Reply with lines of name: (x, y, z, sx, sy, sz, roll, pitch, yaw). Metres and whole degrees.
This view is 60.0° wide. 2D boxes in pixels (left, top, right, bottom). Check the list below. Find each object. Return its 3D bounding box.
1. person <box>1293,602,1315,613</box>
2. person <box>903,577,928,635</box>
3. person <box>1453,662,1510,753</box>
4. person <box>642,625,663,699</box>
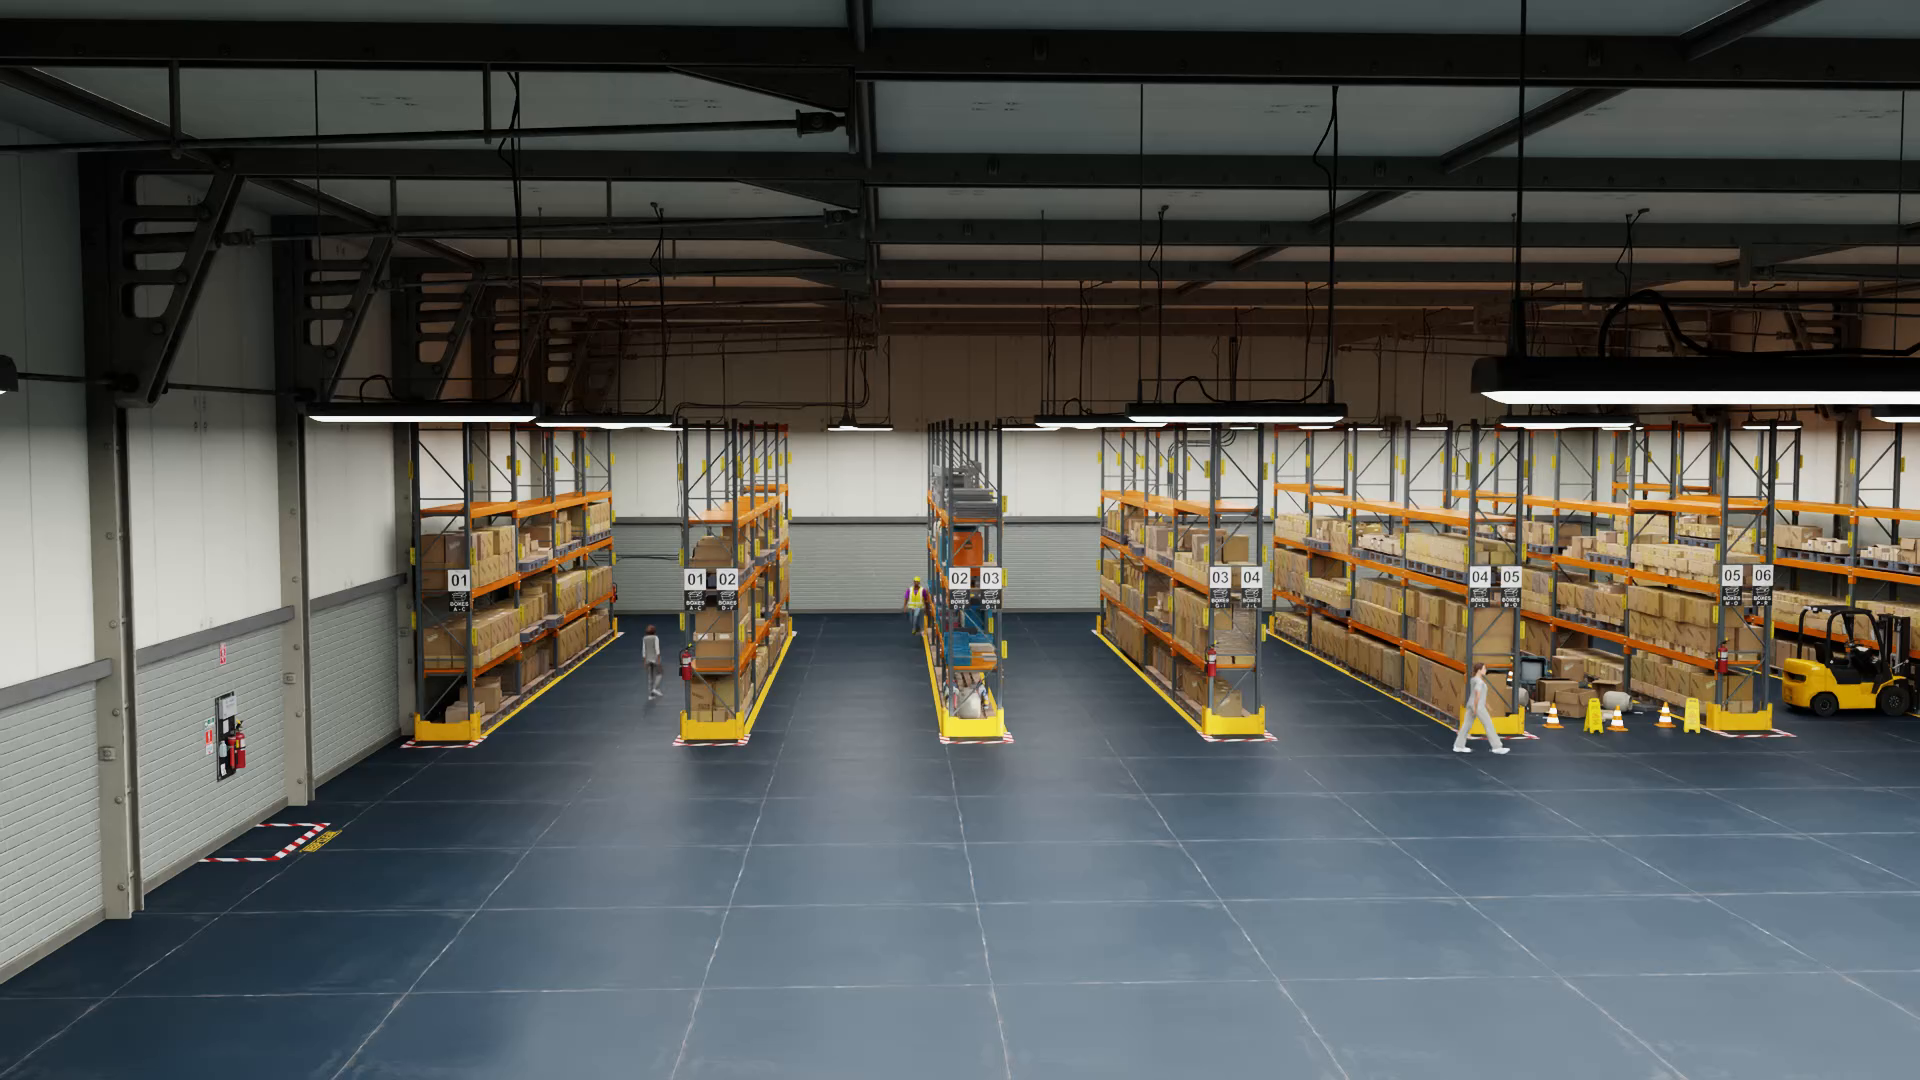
person: (10.361, 1.645, 50.475, 0.964, 1.690, 0.539, -1, 4, -9)
person: (-1.217, 1.780, 45.271, 0.596, 1.557, 1.092, 1, 4, 16)
person: (9.308, 2.984, 29.741, 0.962, 1.616, 0.450, -1, 4, -11)
person: (-6.634, 2.624, 35.840, 0.456, 1.586, 0.441, 0, 4, 4)
